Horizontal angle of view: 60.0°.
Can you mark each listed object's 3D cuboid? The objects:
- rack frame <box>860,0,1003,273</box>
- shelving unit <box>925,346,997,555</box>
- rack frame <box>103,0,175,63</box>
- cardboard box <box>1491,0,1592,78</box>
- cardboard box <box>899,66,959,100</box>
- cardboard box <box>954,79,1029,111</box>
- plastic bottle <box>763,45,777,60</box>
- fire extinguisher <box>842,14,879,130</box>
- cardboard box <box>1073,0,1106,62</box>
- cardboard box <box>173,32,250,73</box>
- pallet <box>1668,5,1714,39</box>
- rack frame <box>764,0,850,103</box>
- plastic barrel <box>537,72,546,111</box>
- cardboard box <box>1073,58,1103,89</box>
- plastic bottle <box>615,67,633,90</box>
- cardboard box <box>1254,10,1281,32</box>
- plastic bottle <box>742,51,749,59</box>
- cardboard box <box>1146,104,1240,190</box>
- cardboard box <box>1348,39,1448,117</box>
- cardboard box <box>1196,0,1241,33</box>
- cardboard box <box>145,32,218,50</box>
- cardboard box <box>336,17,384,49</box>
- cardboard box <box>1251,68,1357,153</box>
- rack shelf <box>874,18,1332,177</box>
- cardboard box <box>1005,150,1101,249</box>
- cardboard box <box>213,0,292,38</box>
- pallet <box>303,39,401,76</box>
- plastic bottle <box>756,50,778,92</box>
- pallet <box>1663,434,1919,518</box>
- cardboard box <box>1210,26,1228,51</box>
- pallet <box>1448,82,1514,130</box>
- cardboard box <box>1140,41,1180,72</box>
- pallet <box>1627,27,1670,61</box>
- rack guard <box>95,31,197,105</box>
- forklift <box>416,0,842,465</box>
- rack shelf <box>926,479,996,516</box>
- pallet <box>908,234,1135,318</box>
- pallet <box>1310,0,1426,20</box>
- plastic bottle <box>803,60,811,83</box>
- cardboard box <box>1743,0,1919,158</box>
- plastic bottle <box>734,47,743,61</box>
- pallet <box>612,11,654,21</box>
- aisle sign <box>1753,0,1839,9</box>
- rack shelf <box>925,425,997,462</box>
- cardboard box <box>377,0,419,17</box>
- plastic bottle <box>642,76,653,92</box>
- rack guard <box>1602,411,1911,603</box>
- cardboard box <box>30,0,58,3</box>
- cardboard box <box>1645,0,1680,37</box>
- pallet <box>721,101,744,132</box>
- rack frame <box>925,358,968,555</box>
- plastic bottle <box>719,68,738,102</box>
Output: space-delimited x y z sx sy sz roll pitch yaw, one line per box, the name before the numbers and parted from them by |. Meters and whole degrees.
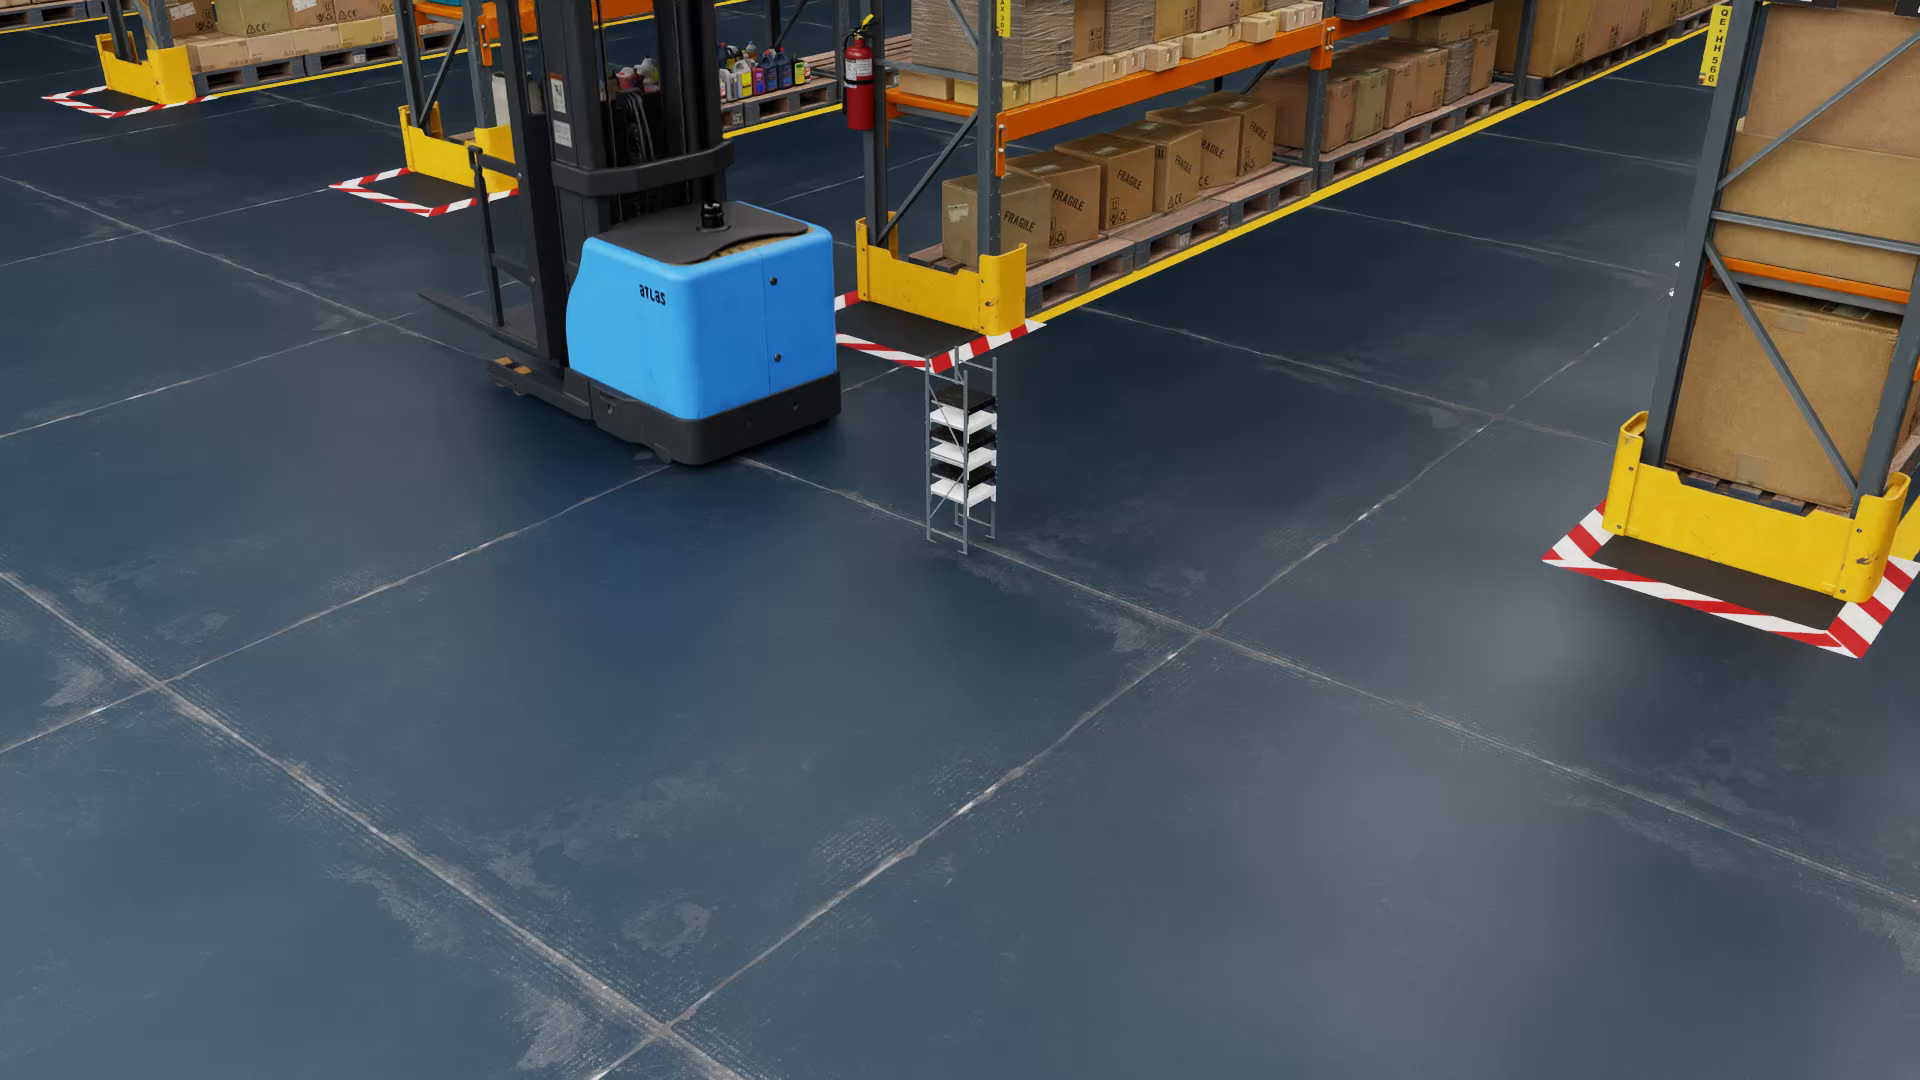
rack frame | -0.177 -2.771 9.842 1.000 3.000 0.127 21 34 34
shelving unit | 0.005 -0.403 7.549 0.258 0.900 0.210 21 34 34
rack frame | -7.819 -5.667 15.441 1.000 3.000 0.127 21 34 34
cardboard box | 5.367 -5.089 16.178 1.225 0.875 0.875 19 33 32
cardboard box | -0.155 -2.821 10.211 0.380 0.149 0.250 21 34 34
cardboard box | 0.188 -2.691 9.960 0.380 0.149 0.250 21 34 34
plastic bottle | -1.753 -4.385 15.366 0.144 0.351 0.185 21 34 34
fire extinguisher | -0.605 -2.831 10.041 0.296 0.674 0.183 21 34 34
cardboard box | 0.419 -3.347 10.522 0.875 0.500 0.500 21 34 34
cardboard box | -7.306 -4.758 16.218 0.500 0.250 0.500 21 34 34
pallet | 8.000 -6.034 19.184 1.003 0.211 1.213 21 34 34
rack frame | -1.455 -5.637 15.381 1.000 3.000 0.127 21 34 34
plastic barrel | -3.320 -3.733 13.953 0.421 0.512 0.421 0 27 0
cardboard box | 0.676 -2.953 10.467 0.380 0.149 0.250 21 34 34
plastic bottle | -2.988 -4.065 14.828 0.152 0.276 0.135 21 34 35
cardboard box | 2.086 -3.758 12.024 0.380 0.149 0.250 21 34 34
plastic bottle | -2.060 -4.568 15.883 0.097 0.201 0.097 0 27 0
cardboard box | 1.723 -2.930 12.413 0.500 0.500 0.500 -16 31 -28
cardboard box | 3.803 -4.046 14.548 0.700 0.500 0.500 24 36 38
cardboard box | 1.448 -3.850 11.496 0.875 0.500 0.500 21 34 34
cardboard box | -7.706 -4.909 16.511 0.500 0.250 0.500 21 34 34
cardboard box | -6.351 -5.289 17.245 0.500 0.250 0.500 21 34 34
cardboard box | 2.774 -3.486 13.465 0.700 0.500 0.500 18 32 31
rack shelf | 1.095 -3.161 11.378 1.077 0.370 4.000 21 34 34
cardboard box | 0.587 -2.286 11.167 0.500 0.500 0.500 -18 32 -31
cardboard box | -6.989 -5.269 16.389 0.500 0.500 0.500 21 34 34
pallet | -6.588 -5.143 17.462 1.003 0.211 1.213 21 34 34
plastic bottle | -1.764 -4.275 15.153 0.144 0.351 0.185 19 33 32
pallet | 4.034 -0.353 8.203 1.003 0.211 1.213 21 34 34
cardboard box | 1.624 -3.487 11.499 0.380 0.149 0.250 21 34 34
pallet | 4.413 -4.092 15.431 1.003 0.211 1.213 21 34 34
cardboard box | 1.217 -3.194 10.933 0.380 0.149 0.250 21 34 34
pallet | 7.023 -5.491 18.135 1.003 0.211 1.213 21 34 34
rack guard | -7.834 -4.549 15.999 1.175 0.500 0.348 21 34 34
forklift | -2.036 -2.254 8.918 3.031 2.935 1.130 25 36 39
rack shelf | 0.005 -0.213 7.647 0.258 0.077 0.200 21 34 34
pallet | 0.415 -1.837 11.071 1.003 0.211 1.213 21 34 34
pallet | 2.966 -4.332 13.069 1.003 0.211 1.213 21 34 34
plastic bottle | -1.445 -4.370 15.499 0.097 0.201 0.097 0 27 0
cardboard box | 3.852 -1.952 6.920 0.875 0.550 0.550 21 34 34
plastic bottle | -2.098 -4.487 15.637 0.061 0.283 0.133 21 34 34
pallet | -4.060 -6.554 20.190 1.003 0.211 1.213 21 34 34
aisle sign | 3.309 -2.503 6.494 0.394 0.787 0.004 21 34 34
rack shelf | 0.005 -0.453 7.523 0.258 0.077 0.200 21 34 34
cardboard box | -6.043 -5.803 17.423 0.500 0.500 0.500 21 34 34
plastic bottle | -2.791 -4.051 14.883 0.097 0.201 0.097 0 27 0
rack guard | 3.571 -0.167 7.528 1.175 0.500 0.348 21 34 34
cardboard box | -10.771 -6.536 19.568 0.500 0.311 0.500 24 36 38
cardboard box | 7.064 -6.036 18.008 1.225 0.875 0.875 21 34 35
pallet | -2.690 -3.738 14.745 1.003 0.211 1.213 21 34 34
rack frame | -0.059 -0.367 7.479 0.240 0.900 0.006 21 34 34
plastic bottle | -2.076 -4.071 14.840 0.152 0.276 0.135 21 34 35
